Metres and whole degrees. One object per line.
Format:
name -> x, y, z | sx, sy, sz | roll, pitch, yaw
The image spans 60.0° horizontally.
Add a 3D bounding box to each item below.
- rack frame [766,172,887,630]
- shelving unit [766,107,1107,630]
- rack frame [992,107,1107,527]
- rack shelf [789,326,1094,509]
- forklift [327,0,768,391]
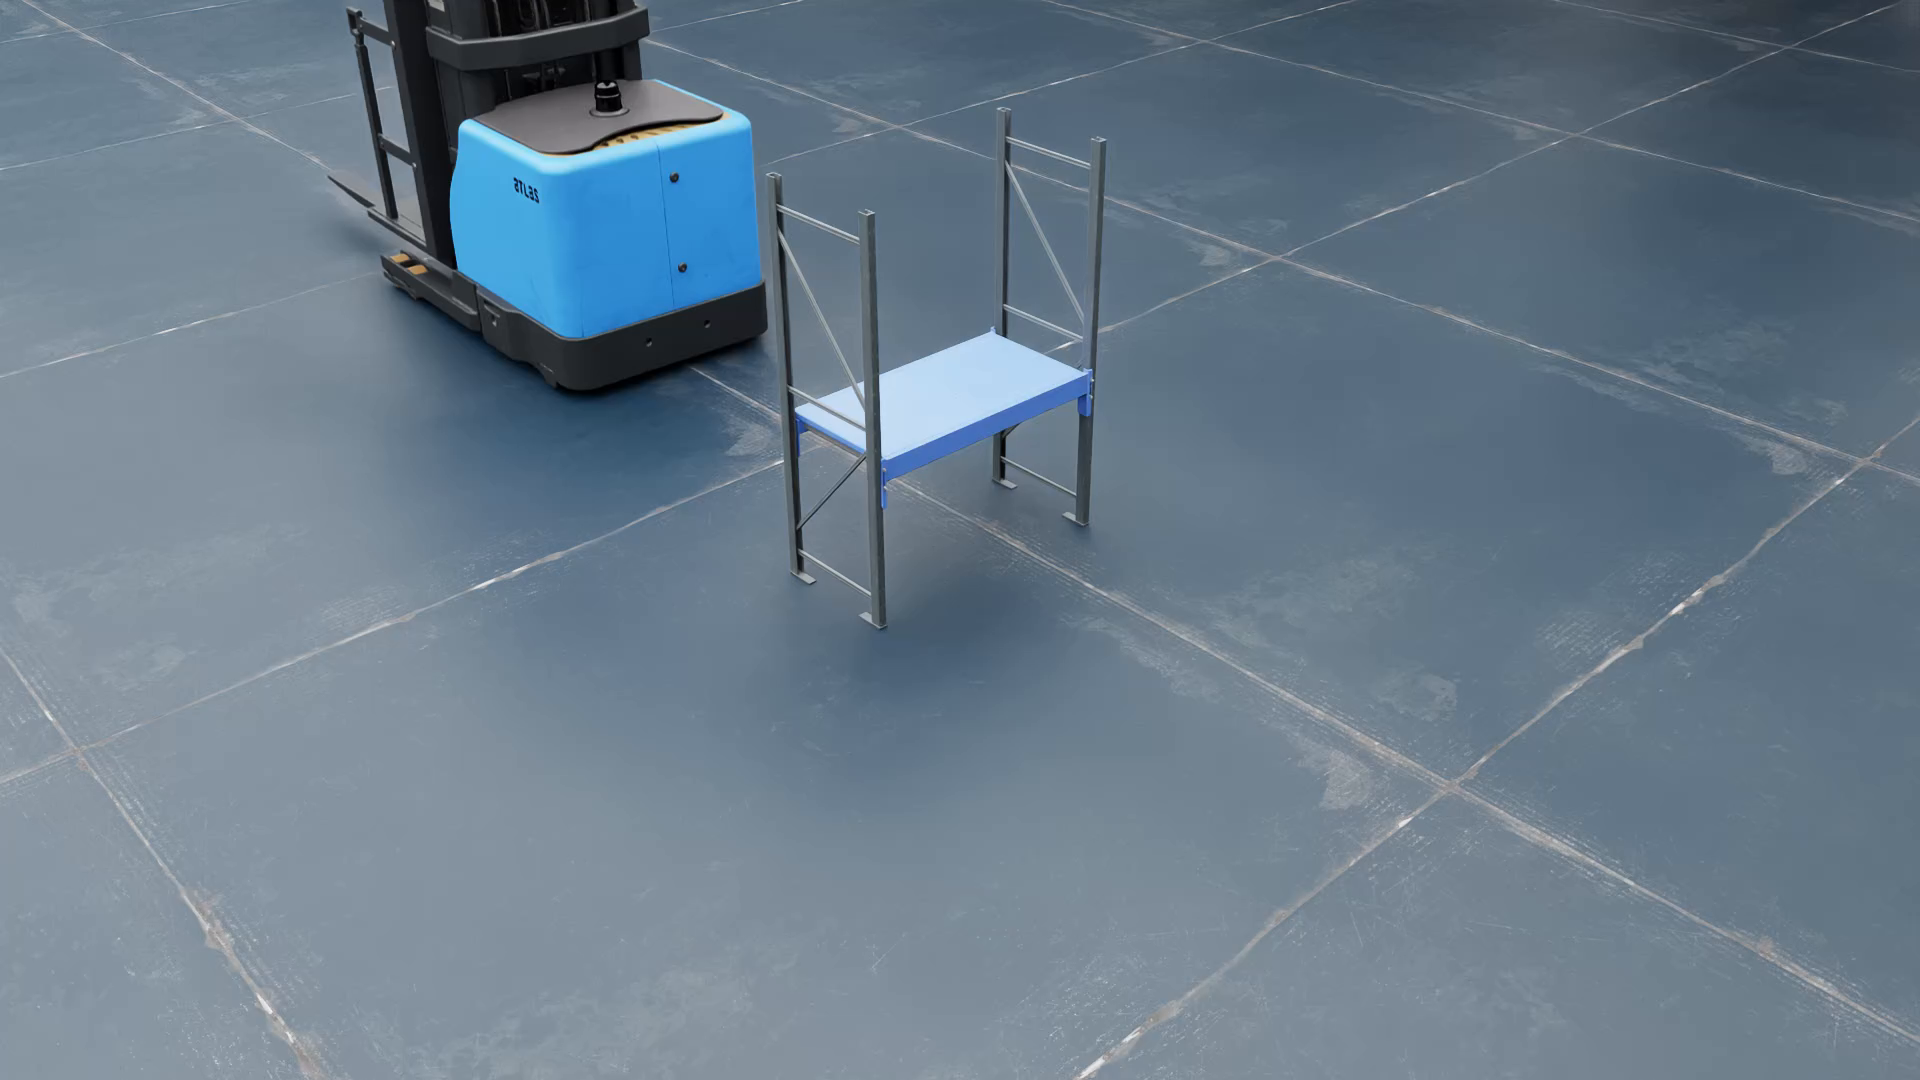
rack frame -> -0.435, -0.429, 5.514 | 0.032, 1.500, 0.500 | -26, 40, -35
shelving unit -> -0.063, -0.610, 5.809 | 1.048, 1.500, 0.538 | -26, 40, -35
rack frame -> 0.310, -0.790, 6.104 | 0.032, 1.500, 0.500 | -26, 40, -35
rack shelf -> -0.063, -0.456, 5.903 | 1.000, 0.185, 0.538 | -26, 40, -35
forklift -> -2.231, -2.587, 7.671 | 1.130, 2.935, 3.031 | -24, 39, -34
